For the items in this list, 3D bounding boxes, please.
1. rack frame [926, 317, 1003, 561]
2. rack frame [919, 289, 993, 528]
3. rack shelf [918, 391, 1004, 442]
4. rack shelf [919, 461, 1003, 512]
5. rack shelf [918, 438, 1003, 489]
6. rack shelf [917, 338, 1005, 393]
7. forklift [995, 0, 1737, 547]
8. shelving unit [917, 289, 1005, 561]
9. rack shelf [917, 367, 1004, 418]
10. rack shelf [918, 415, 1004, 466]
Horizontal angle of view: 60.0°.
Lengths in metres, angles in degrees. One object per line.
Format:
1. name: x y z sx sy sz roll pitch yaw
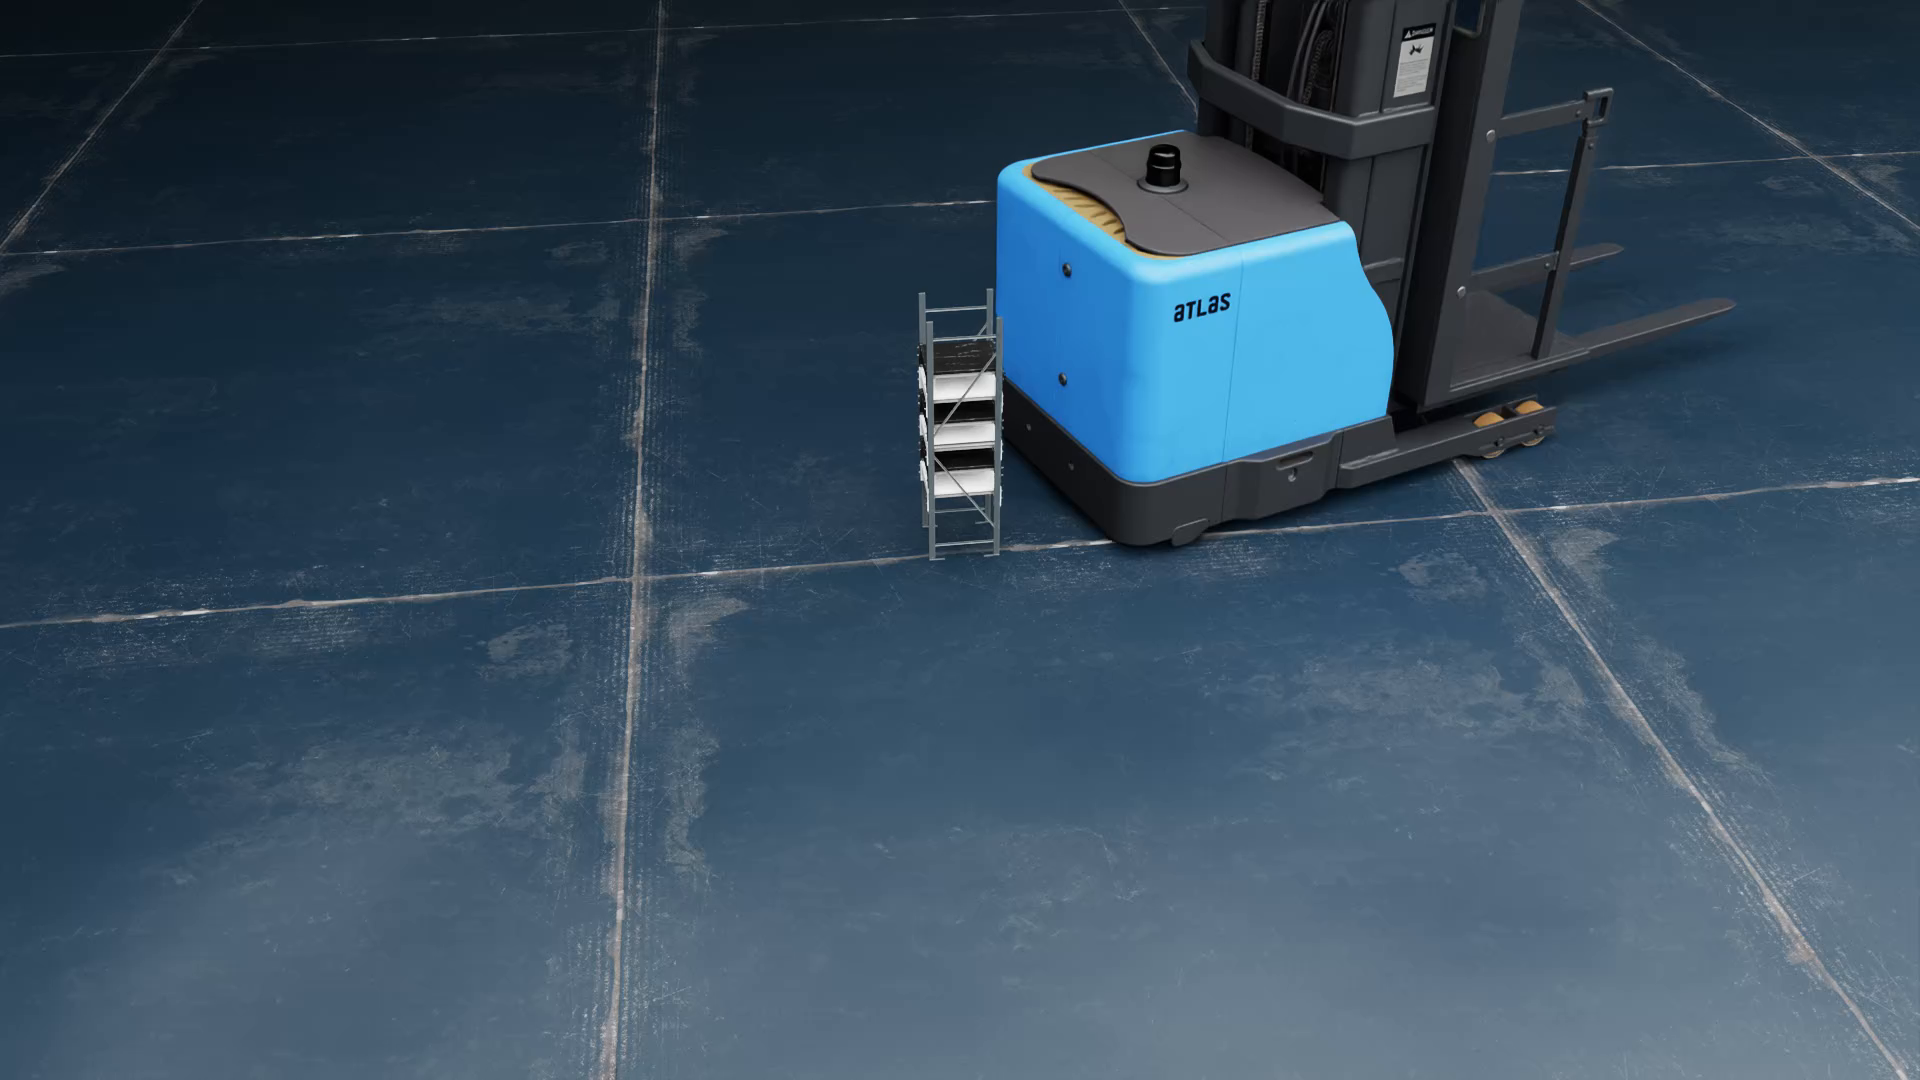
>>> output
1. rack frame: 0.015 -0.311 5.407 0.240 0.900 0.006 -4 35 -6
2. rack frame: -0.013 -0.424 5.573 0.240 0.900 0.006 -4 35 -6
3. rack shelf: 0.001 -0.414 5.458 0.258 0.077 0.200 -4 35 -6
4. rack shelf: 0.001 -0.191 5.610 0.258 0.077 0.200 -4 35 -6
5. rack shelf: 0.001 -0.265 5.559 0.258 0.077 0.200 -4 35 -6
6. rack shelf: 0.001 -0.563 5.357 0.258 0.077 0.200 -4 35 -6
7. forklift: 1.664 -1.763 5.735 3.031 2.935 1.130 -16 37 -22
8. shelving unit: 0.001 -0.367 5.490 0.258 0.900 0.210 -4 35 -6
9. rack shelf: 0.001 -0.489 5.407 0.258 0.077 0.200 -4 35 -6
10. rack shelf: 0.001 -0.340 5.509 0.258 0.077 0.200 -4 35 -6
